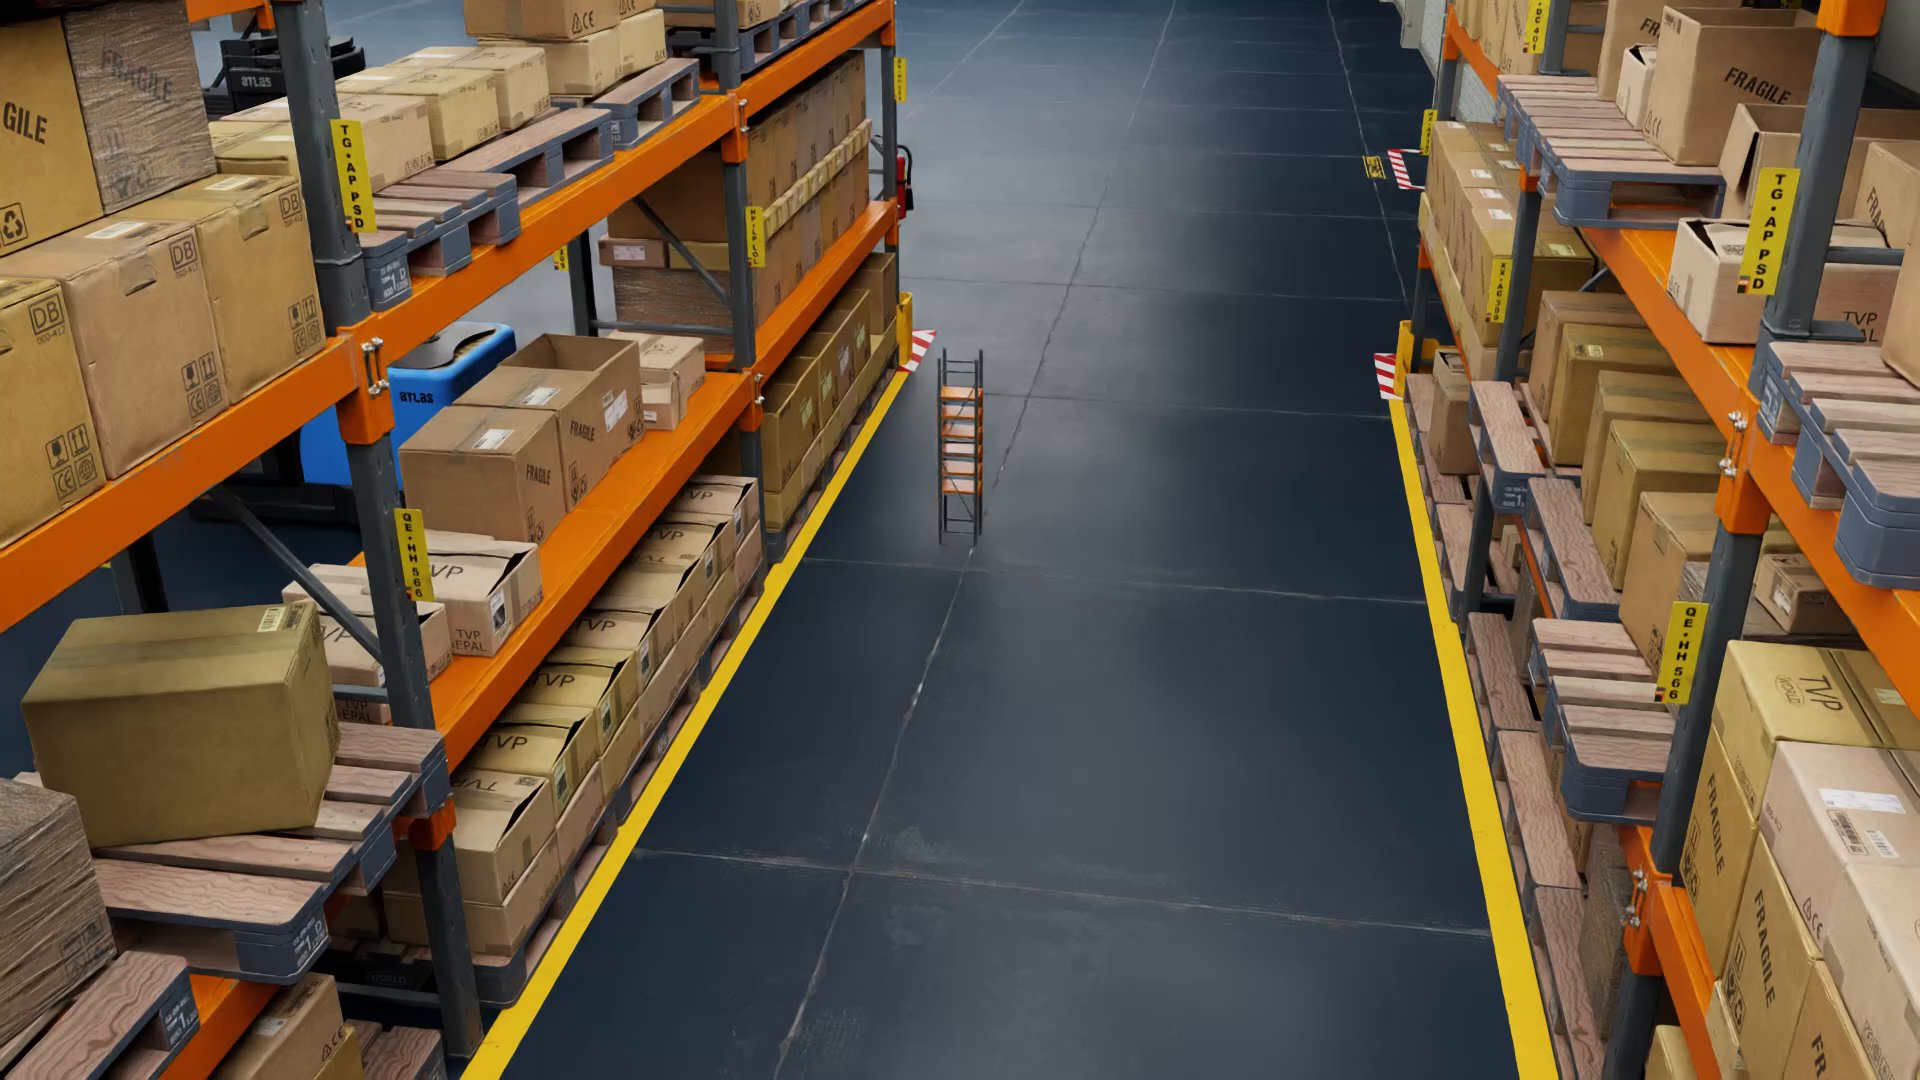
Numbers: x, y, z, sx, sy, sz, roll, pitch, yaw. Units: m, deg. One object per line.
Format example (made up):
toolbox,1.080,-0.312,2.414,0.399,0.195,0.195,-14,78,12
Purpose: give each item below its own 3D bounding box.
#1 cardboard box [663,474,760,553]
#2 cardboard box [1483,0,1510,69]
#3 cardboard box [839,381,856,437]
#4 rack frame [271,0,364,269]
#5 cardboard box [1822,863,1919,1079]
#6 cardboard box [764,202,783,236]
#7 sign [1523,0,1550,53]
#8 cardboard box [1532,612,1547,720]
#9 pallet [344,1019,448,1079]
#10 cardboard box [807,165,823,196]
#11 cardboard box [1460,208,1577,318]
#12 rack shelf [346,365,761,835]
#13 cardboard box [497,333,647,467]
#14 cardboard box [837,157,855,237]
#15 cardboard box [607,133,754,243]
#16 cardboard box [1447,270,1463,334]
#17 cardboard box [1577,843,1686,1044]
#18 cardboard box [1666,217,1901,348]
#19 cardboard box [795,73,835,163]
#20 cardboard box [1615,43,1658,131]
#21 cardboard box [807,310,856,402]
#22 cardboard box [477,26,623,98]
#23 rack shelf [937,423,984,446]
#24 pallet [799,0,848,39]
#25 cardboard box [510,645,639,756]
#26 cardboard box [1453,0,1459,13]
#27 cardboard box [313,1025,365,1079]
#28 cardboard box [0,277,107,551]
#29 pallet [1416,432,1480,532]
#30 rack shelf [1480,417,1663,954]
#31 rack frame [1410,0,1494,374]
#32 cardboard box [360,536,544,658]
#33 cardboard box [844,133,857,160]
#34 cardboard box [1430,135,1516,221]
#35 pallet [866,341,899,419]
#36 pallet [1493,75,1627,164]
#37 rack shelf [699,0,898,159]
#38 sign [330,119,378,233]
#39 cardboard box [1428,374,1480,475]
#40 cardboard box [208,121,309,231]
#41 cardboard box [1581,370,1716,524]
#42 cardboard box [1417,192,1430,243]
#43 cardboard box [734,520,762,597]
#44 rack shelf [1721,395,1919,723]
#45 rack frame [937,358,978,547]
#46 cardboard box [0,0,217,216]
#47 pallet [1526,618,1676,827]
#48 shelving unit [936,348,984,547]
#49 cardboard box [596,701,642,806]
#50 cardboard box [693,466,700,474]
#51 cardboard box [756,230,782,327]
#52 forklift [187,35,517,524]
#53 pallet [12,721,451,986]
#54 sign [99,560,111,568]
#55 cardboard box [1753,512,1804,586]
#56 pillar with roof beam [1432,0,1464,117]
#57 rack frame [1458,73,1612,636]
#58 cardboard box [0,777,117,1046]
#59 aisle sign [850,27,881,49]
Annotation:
cardboard box,-1.419,-0.178,9.178,0.500,0.311,0.500,4,25,9
cardboard box,3.239,-2.913,9.255,0.500,0.500,0.500,3,25,6
cardboard box,-1.012,-0.913,11.410,0.500,0.250,0.500,4,25,9
rack frame,-2.290,-2.212,4.361,1.000,3.000,0.127,4,25,9
cardboard box,2.105,0.924,3.361,0.500,0.250,0.500,4,25,9
cardboard box,-1.278,-1.929,9.950,0.380,0.149,0.250,4,25,8
sign,2.715,-2.454,7.805,0.100,0.325,0.005,4,25,9
cardboard box,3.113,0.635,7.785,0.700,0.500,0.500,4,25,7
pallet,-2.449,2.077,5.563,1.003,0.211,1.213,4,25,9
cardboard box,-1.108,-2.358,10.867,0.380,0.149,0.250,4,25,8
cardboard box,3.100,-1.536,9.261,0.500,0.500,0.500,4,25,8
rack shelf,-1.963,-0.006,7.573,1.077,0.370,4.000,4,25,9
cardboard box,-1.864,-0.673,8.032,0.500,0.500,0.500,6,26,12
cardboard box,-1.152,-2.472,11.875,0.700,0.500,0.500,5,25,10
cardboard box,-1.570,-1.987,9.308,0.700,0.500,0.500,4,25,9
cardboard box,3.187,-1.406,9.869,0.500,0.250,0.500,4,25,8
cardboard box,2.664,1.475,5.991,0.700,0.500,0.500,4,25,9
cardboard box,2.449,-0.801,4.965,0.500,0.311,0.500,4,25,9
cardboard box,-1.242,-2.826,11.101,0.700,0.500,0.500,4,25,9
cardboard box,2.983,-1.854,6.744,0.500,0.311,0.500,5,26,10
cardboard box,-1.008,-1.252,11.251,0.500,0.500,0.500,4,25,9
cardboard box,-1.833,-2.162,7.474,0.500,0.250,0.500,2,25,3
rack shelf,0.002,-0.618,9.977,0.258,0.103,0.180,4,25,9
pallet,-1.320,-3.354,10.443,1.003,0.211,1.213,4,25,9
cardboard box,-1.751,0.674,7.359,0.500,0.311,0.500,3,25,7
cardboard box,3.604,-3.790,11.128,0.500,0.500,0.500,5,25,10
cardboard box,-2.211,1.845,5.199,0.500,0.500,0.500,5,26,11
cardboard box,-2.496,-0.283,3.661,0.910,0.500,0.500,4,25,9
pallet,3.524,-0.359,10.767,1.003,0.211,1.213,4,25,9
rack shelf,2.925,0.336,6.843,1.077,0.370,4.000,4,25,9
rack frame,3.906,-2.499,12.051,1.000,3.000,0.127,4,25,9
cardboard box,-1.952,0.185,6.423,0.500,0.311,0.500,4,25,8
cardboard box,-0.940,-2.791,11.790,0.380,0.149,0.250,4,25,8
cardboard box,3.440,-2.395,11.098,0.500,0.500,0.500,4,25,9
pallet,-1.066,-1.255,12.683,1.003,0.211,1.213,4,25,9
pallet,3.046,-1.849,7.345,1.213,0.211,1.003,4,25,9
rack shelf,-1.309,-3.037,10.511,1.077,0.370,4.000,4,25,9
sign,-1.755,-1.049,4.806,0.100,0.325,0.005,4,25,9
cardboard box,3.441,-0.742,10.726,0.700,0.500,0.500,2,25,5
cardboard box,-2.271,-1.170,5.354,0.500,0.250,0.500,2,25,5
cardboard box,2.960,-0.350,6.822,0.700,0.500,0.500,8,26,16
cardboard box,3.513,-2.258,11.690,0.500,0.250,0.500,3,25,7
cardboard box,-1.418,0.081,9.288,0.500,0.250,0.500,4,25,8
rack shelf,2.271,0.650,2.633,1.077,0.370,4.000,4,25,9
rack frame,-0.013,-0.511,9.927,0.240,1.200,0.006,4,25,9
cardboard box,-2.367,-1.170,4.375,0.500,0.500,0.500,4,25,9
pallet,2.609,0.628,5.596,1.213,0.211,1.003,4,25,9
shelving unit,0.002,-0.549,10.009,0.258,1.200,0.189,4,25,9
cardboard box,-1.754,0.933,7.466,0.500,0.250,0.500,3,25,7
cardboard box,-1.776,-0.322,10.148,0.500,0.250,0.500,4,25,9
cardboard box,-1.490,-1.620,10.056,0.700,0.500,0.500,4,25,8
forklift,-4.410,-1.650,10.319,3.031,2.935,1.130,4,25,9
pallet,-2.331,0.880,5.058,1.213,0.211,1.003,4,25,9
sign,-2.838,-0.057,5.467,0.100,0.325,0.005,4,25,9
cardboard box,2.663,0.026,5.254,0.380,0.149,0.250,0,25,0
pillar with roof beam,2.359,-10.181,21.386,9.100,9.000,0.400,4,25,9
rack frame,3.252,-0.826,8.477,1.000,3.000,0.127,4,25,9
cardboard box,-2.619,0.910,4.155,0.700,0.500,0.500,9,27,18
aisle sign,-0.682,-4.026,12.245,0.394,0.787,0.004,4,25,9
